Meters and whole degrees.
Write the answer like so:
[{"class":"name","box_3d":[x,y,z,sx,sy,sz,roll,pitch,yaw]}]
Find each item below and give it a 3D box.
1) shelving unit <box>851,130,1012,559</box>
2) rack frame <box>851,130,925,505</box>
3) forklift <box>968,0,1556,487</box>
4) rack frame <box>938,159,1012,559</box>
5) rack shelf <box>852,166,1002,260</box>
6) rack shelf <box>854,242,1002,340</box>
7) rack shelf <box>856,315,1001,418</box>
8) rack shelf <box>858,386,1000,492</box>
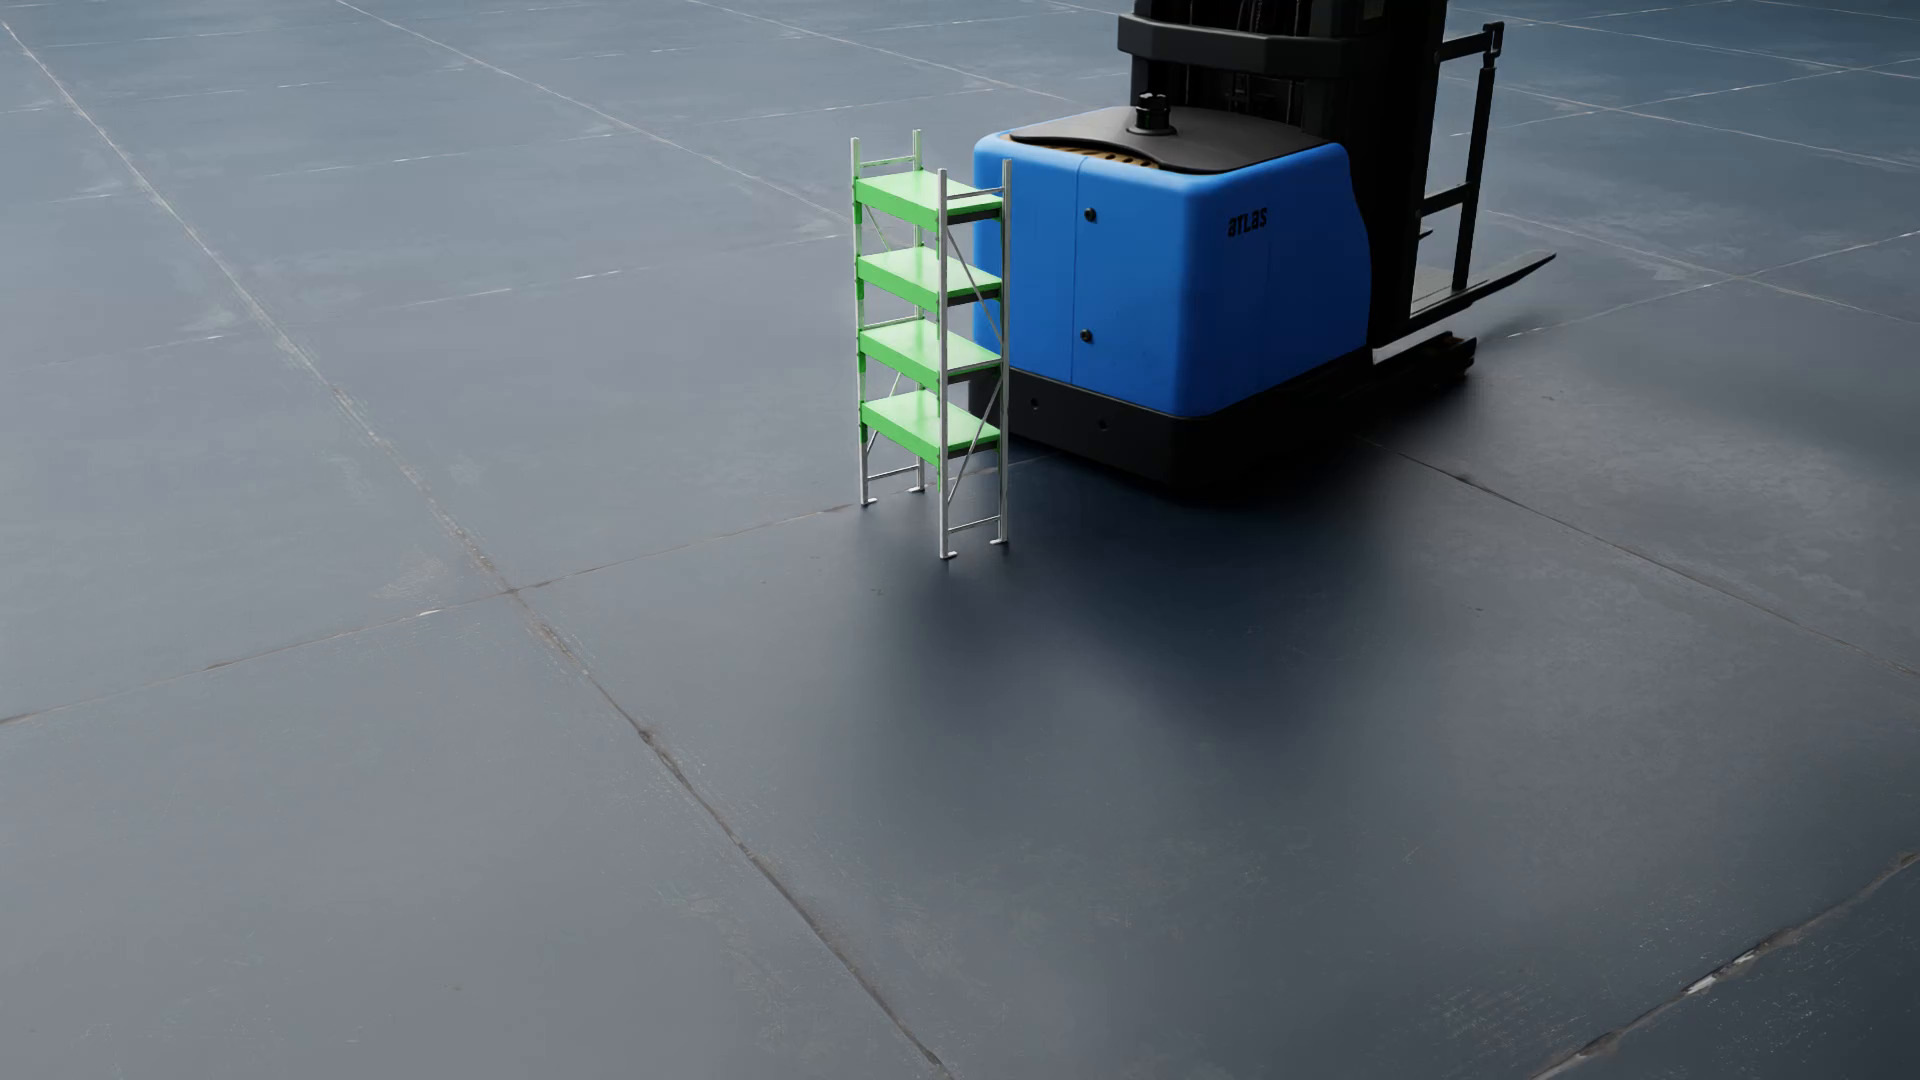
[{"class":"shelving unit","box_3d":[-0.090,-0.602,5.119,0.258,1.200,0.503,-16,29,-30]},{"class":"rack frame","box_3d":[-0.224,-0.689,5.304,0.240,1.200,0.015,-16,29,-30]},{"class":"forklift","box_3d":[1.402,-2.039,6.135,1.130,2.935,3.031,22,33,38]},{"class":"rack frame","box_3d":[0.043,-0.515,4.934,0.240,1.200,0.015,-16,29,-30]},{"class":"rack shelf","box_3d":[-0.090,-0.978,4.942,0.258,0.148,0.480,-16,29,-30]},{"class":"rack shelf","box_3d":[-0.090,-0.761,5.044,0.258,0.148,0.480,-16,29,-30]},{"class":"rack shelf","box_3d":[-0.090,-0.544,5.147,0.258,0.148,0.480,-16,29,-30]},{"class":"rack shelf","box_3d":[-0.090,-0.327,5.249,0.258,0.148,0.480,-16,29,-30]}]
